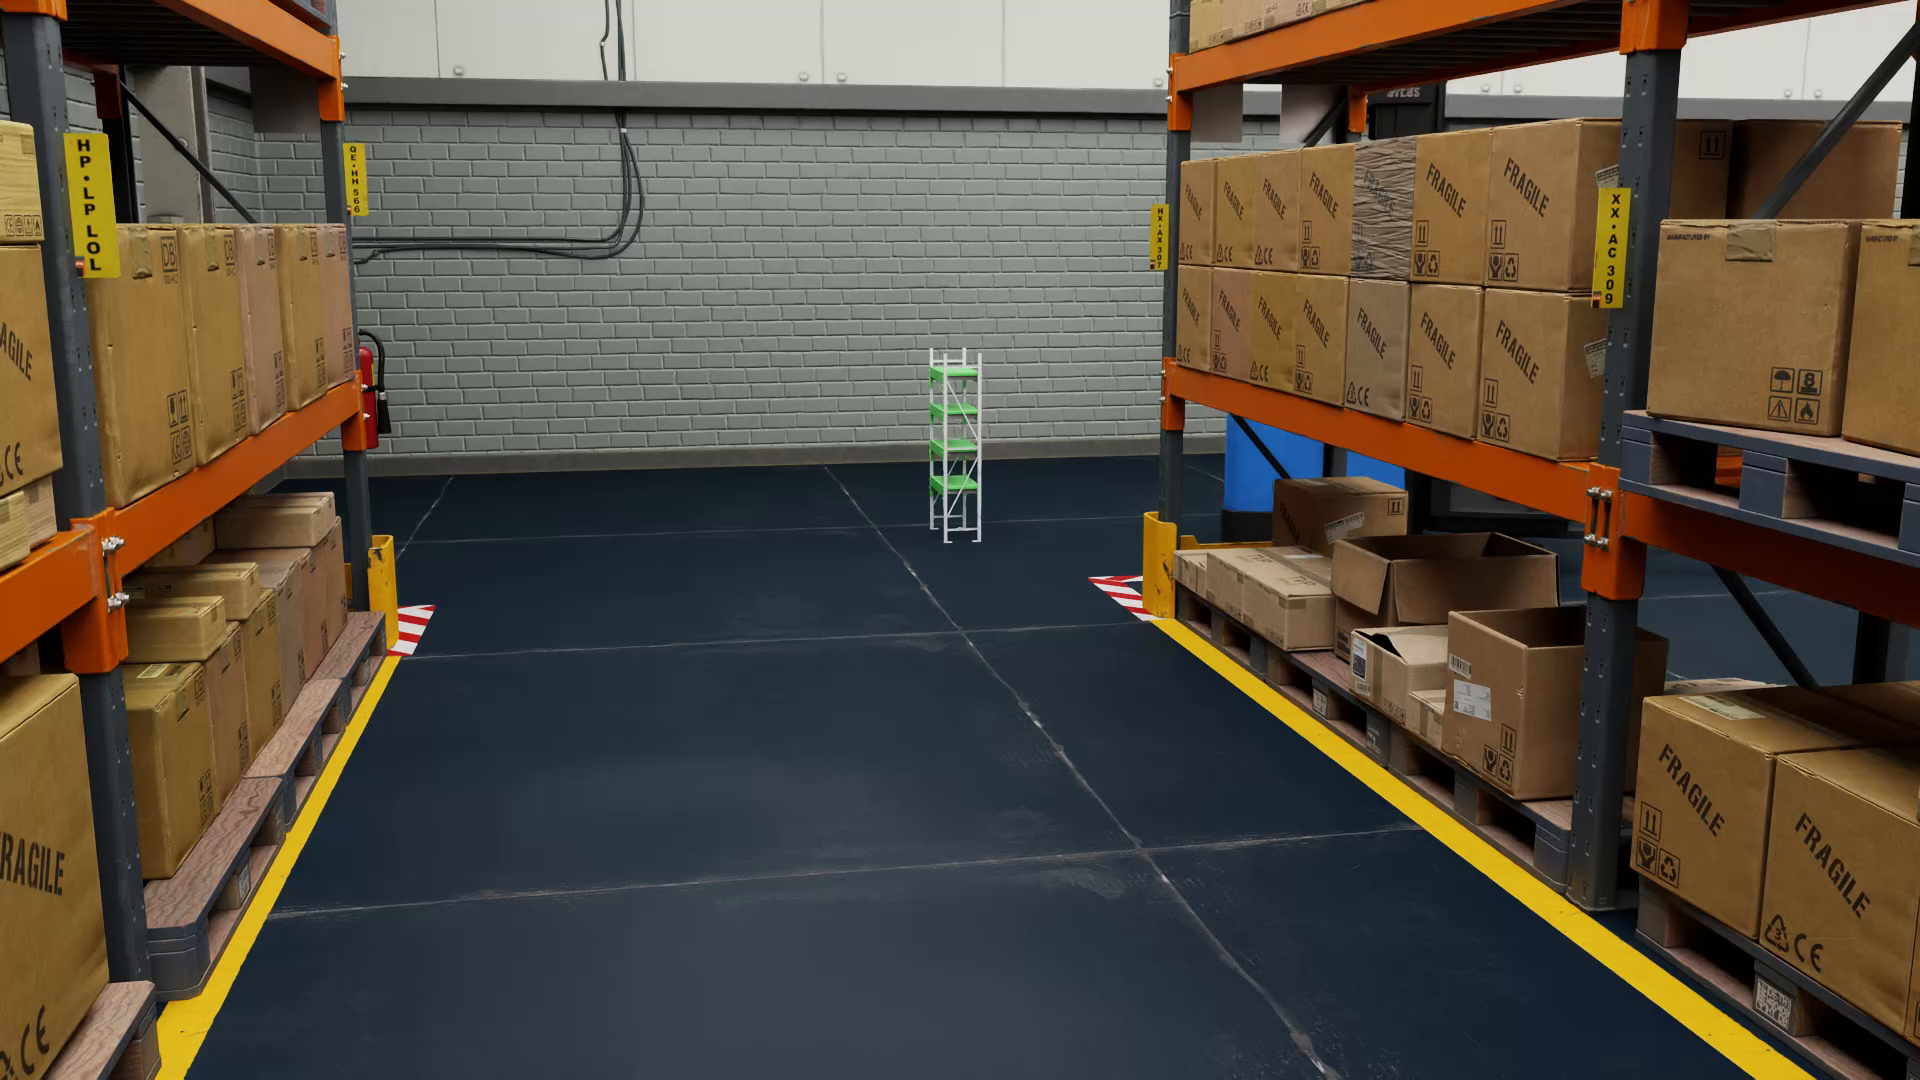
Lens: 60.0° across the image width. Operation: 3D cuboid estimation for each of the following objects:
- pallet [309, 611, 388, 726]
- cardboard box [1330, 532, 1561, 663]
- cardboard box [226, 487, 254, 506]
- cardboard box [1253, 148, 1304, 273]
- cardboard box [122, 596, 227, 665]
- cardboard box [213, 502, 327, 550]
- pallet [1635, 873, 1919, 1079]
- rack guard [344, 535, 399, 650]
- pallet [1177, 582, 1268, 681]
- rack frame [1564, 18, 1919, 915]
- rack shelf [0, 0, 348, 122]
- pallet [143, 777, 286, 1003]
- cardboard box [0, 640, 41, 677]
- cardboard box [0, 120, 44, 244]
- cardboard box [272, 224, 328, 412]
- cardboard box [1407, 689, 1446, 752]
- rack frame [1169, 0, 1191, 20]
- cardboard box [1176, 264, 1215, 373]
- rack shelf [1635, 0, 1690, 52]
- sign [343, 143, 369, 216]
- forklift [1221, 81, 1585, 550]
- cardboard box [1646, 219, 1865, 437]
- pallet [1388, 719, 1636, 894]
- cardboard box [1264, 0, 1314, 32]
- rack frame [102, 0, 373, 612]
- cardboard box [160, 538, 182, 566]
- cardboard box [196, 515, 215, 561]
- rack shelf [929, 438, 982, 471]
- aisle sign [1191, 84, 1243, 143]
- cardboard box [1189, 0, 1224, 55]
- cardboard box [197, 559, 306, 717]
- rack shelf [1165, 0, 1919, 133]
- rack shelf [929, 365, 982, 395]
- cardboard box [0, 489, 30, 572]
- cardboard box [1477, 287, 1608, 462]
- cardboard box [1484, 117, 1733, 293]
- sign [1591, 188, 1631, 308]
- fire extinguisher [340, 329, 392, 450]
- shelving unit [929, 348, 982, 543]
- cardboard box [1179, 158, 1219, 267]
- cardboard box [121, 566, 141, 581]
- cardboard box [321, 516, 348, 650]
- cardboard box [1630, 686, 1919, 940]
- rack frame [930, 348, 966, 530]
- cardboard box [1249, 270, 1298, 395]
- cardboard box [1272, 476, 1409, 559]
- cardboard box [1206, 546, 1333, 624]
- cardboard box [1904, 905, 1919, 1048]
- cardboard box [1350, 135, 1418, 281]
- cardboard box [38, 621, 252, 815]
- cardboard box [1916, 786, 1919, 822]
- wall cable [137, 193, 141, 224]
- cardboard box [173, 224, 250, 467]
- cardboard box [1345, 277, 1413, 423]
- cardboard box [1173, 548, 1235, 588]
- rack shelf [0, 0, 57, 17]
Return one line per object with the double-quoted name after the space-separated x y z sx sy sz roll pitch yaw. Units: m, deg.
-3.079 0.562 7.178 1.003 0.211 1.213 -2 11 -11 "pallet"
1.955 0.267 6.770 0.797 0.503 0.637 -2 11 -11 "cardboard box"
-3.297 -0.139 7.233 0.380 0.149 0.250 -2 11 -11 "cardboard box"
1.577 -1.394 7.056 0.500 0.500 0.500 -2 11 -10 "cardboard box"
-2.465 0.275 5.057 0.380 0.149 0.250 -2 11 -9 "cardboard box"
-2.822 -0.060 6.816 0.380 0.149 0.250 -2 11 -9 "cardboard box"
2.521 1.119 4.252 1.003 0.211 1.213 -2 11 -11 "pallet"
-3.315 0.272 7.929 1.175 0.500 0.348 -2 11 -11 "rack guard"
1.718 0.398 8.042 1.003 0.211 1.213 -2 11 -11 "pallet"
2.325 -0.399 4.768 1.000 3.000 0.127 -2 11 -11 "rack frame"
-2.922 -1.705 5.532 1.077 0.370 4.000 -2 11 -11 "rack shelf"
-2.604 1.010 4.826 1.003 0.211 1.213 -2 11 -11 "pallet"
-2.744 0.378 4.514 0.380 0.149 0.250 -2 11 -11 "cardboard box"
-2.191 -0.715 3.308 0.500 0.250 0.500 -2 11 -10 "cardboard box"
-3.049 -0.872 6.456 0.980 0.700 0.700 -2 11 -11 "cardboard box"
1.805 0.625 5.838 0.380 0.149 0.250 -2 11 -11 "cardboard box"
1.547 -4.079 8.062 1.000 3.000 0.127 -2 11 -11 "rack frame"
1.375 -1.090 8.135 0.500 0.500 0.500 -2 11 -10 "cardboard box"
2.714 -1.152 2.628 1.077 0.370 4.000 -2 11 -11 "rack shelf"
-2.776 -1.654 7.632 0.100 0.325 0.005 -2 11 -11 "sign"
3.146 -1.352 9.963 3.031 2.935 1.130 2 11 10 "forklift"
2.198 -0.559 4.220 0.700 0.500 0.500 -6 12 -30 "cardboard box"
2.193 0.845 5.691 1.003 0.211 1.213 -2 11 -11 "pallet"
1.581 -2.245 6.847 0.500 0.250 0.500 -2 11 -11 "cardboard box"
-3.311 -0.951 7.672 1.000 3.000 0.127 -2 11 -11 "rack frame"
-3.049 0.093 6.012 0.380 0.149 0.250 -2 11 -10 "cardboard box"
-3.150 0.000 6.504 0.380 0.149 0.250 -2 11 -11 "cardboard box"
-0.032 -0.557 10.756 0.258 0.148 0.480 -2 11 -11 "rack shelf"
1.246 -2.411 8.389 0.394 0.787 0.004 -2 11 -11 "aisle sign"
1.398 -2.429 7.812 0.500 0.250 0.500 -2 11 -11 "cardboard box"
-2.881 0.379 6.245 0.700 0.500 0.500 -2 11 -13 "cardboard box"
1.936 -1.886 6.482 1.077 0.370 4.000 -2 11 -11 "rack shelf"
-0.032 -1.029 10.666 0.258 0.148 0.480 -2 11 -11 "rack shelf"
-2.117 -0.007 3.329 0.380 0.149 0.250 -2 11 -10 "cardboard box"
1.977 -0.530 5.191 0.500 0.500 0.500 -2 11 -10 "cardboard box"
1.973 -1.022 5.103 0.500 0.500 0.500 -2 11 -11 "cardboard box"
1.795 -0.803 4.576 0.100 0.325 0.005 -2 11 -11 "sign"
-2.888 -0.775 7.948 0.296 0.674 0.183 -2 11 -11 "fire extinguisher"
-0.032 -0.620 10.744 0.258 1.200 0.503 -2 11 -11 "shelving unit"
1.375 -1.582 8.042 0.500 0.500 0.500 -2 11 -9 "cardboard box"
-2.949 0.187 5.519 0.380 0.149 0.250 -2 11 -10 "cardboard box"
-3.077 0.195 7.211 0.700 0.500 0.500 -2 11 -11 "cardboard box"
2.181 0.711 4.448 0.500 0.500 0.500 -3 11 -14 "cardboard box"
-0.080 -0.665 10.979 0.240 1.200 0.015 -2 11 -11 "rack frame"
1.576 -0.904 7.155 0.500 0.500 0.500 -2 11 -11 "cardboard box"
1.895 -0.030 8.338 0.500 0.500 0.500 -2 11 -11 "cardboard box"
1.472 0.204 7.778 0.500 0.250 0.500 -2 11 -11 "cardboard box"
2.385 0.900 3.453 0.500 0.500 0.500 -2 11 -10 "cardboard box"
1.773 -1.208 6.082 0.500 0.500 0.500 -2 11 -11 "cardboard box"
-2.672 0.571 5.237 0.700 0.500 0.500 -2 11 -12 "cardboard box"
2.375 0.526 3.414 0.500 0.250 0.500 -2 11 -11 "cardboard box"
-4.488 -1.651 8.631 0.084 1.984 1.851 -2 11 -11 "wall cable"
-2.759 -0.599 5.020 0.980 0.700 0.700 -2 11 -12 "cardboard box"
1.773 -0.719 6.182 0.500 0.500 0.500 -2 11 -10 "cardboard box"
1.292 0.141 8.379 0.380 0.149 0.250 -2 11 -11 "cardboard box"
-2.144 -0.971 1.678 1.077 0.370 4.000 -2 11 -11 "rack shelf"
